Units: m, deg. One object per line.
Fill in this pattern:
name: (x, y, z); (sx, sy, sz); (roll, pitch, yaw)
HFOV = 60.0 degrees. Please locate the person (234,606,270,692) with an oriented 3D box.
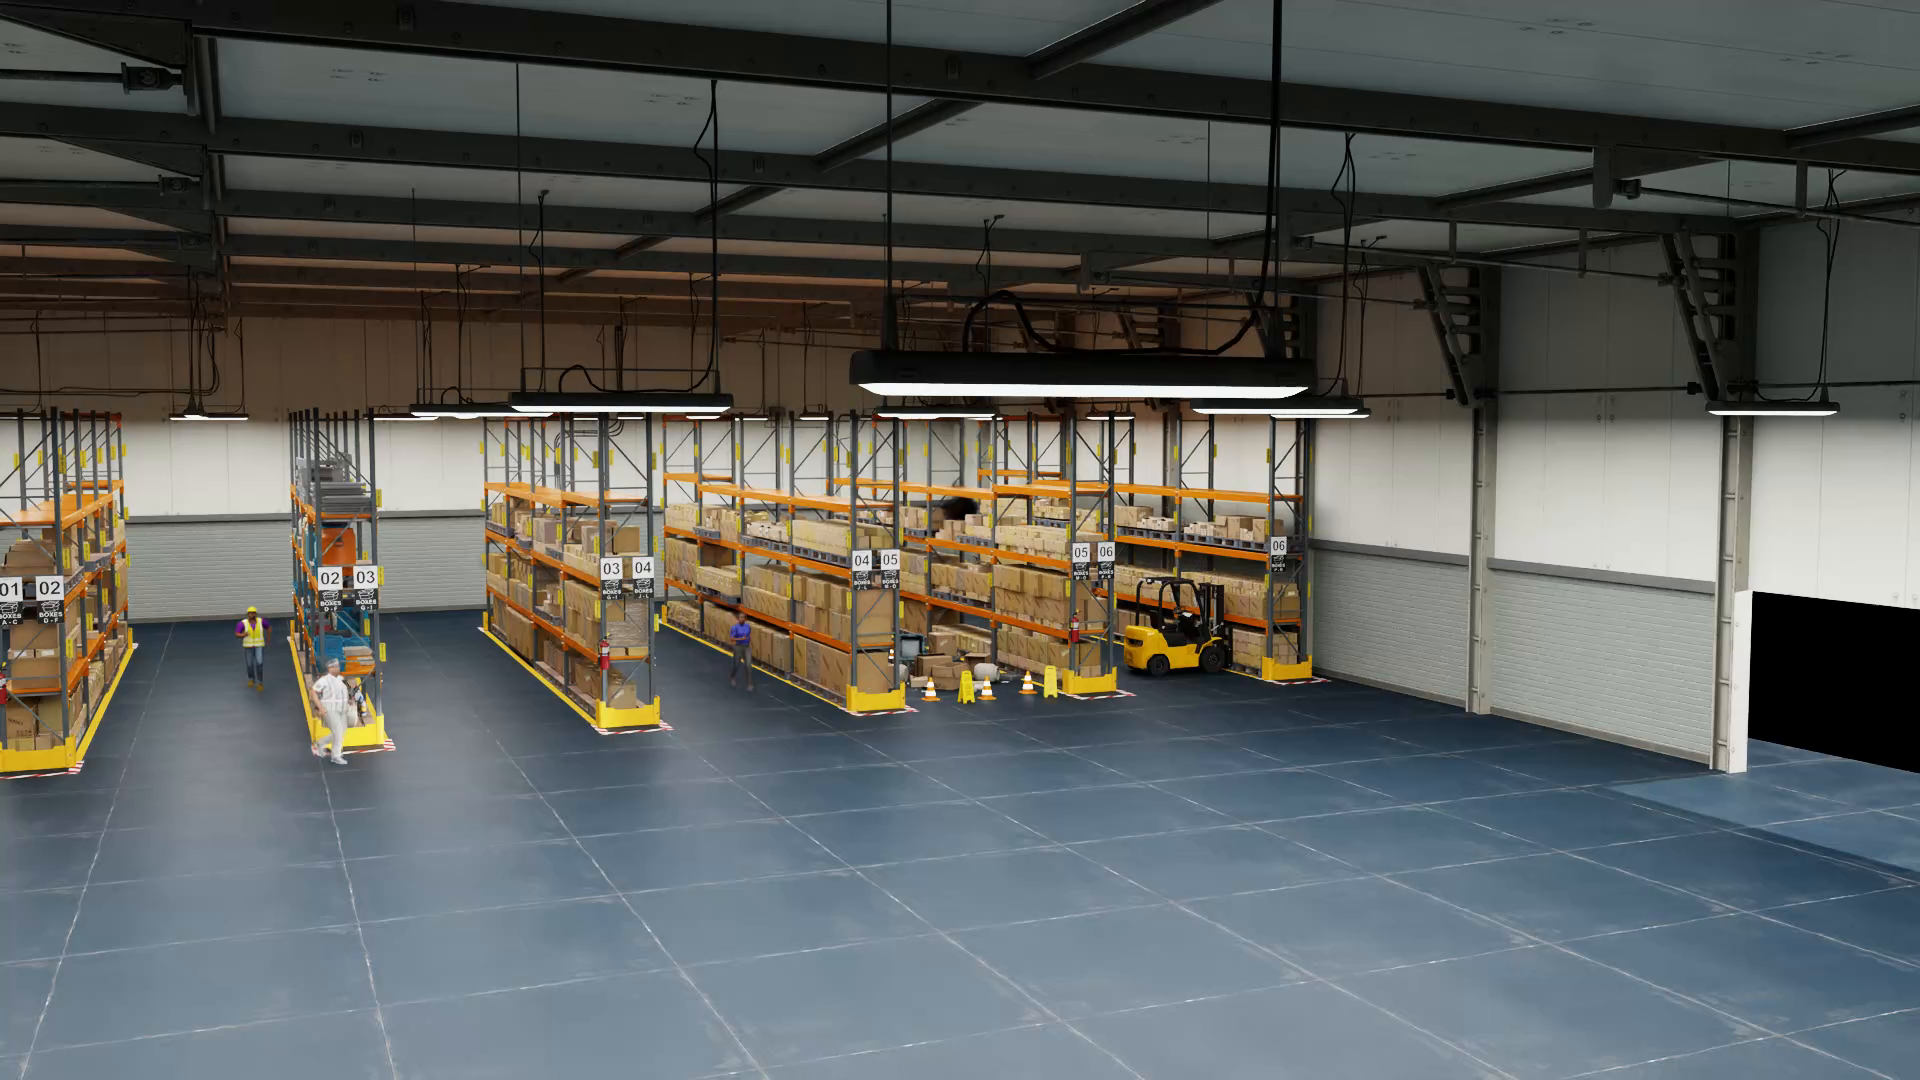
person: (-15.205, 2.332, 35.759); (0.720, 1.834, 0.787); (-2, 4, -24)

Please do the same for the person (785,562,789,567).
person: (-5.140, 1.331, 50.811); (0.818, 1.714, 0.558); (-1, 4, -14)

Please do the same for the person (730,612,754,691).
person: (-4.679, 2.374, 35.713); (0.575, 1.645, 0.938); (-2, 5, -28)

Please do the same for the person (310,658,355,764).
person: (-10.615, 2.892, 28.205); (0.731, 1.762, 0.713); (1, 4, 20)
